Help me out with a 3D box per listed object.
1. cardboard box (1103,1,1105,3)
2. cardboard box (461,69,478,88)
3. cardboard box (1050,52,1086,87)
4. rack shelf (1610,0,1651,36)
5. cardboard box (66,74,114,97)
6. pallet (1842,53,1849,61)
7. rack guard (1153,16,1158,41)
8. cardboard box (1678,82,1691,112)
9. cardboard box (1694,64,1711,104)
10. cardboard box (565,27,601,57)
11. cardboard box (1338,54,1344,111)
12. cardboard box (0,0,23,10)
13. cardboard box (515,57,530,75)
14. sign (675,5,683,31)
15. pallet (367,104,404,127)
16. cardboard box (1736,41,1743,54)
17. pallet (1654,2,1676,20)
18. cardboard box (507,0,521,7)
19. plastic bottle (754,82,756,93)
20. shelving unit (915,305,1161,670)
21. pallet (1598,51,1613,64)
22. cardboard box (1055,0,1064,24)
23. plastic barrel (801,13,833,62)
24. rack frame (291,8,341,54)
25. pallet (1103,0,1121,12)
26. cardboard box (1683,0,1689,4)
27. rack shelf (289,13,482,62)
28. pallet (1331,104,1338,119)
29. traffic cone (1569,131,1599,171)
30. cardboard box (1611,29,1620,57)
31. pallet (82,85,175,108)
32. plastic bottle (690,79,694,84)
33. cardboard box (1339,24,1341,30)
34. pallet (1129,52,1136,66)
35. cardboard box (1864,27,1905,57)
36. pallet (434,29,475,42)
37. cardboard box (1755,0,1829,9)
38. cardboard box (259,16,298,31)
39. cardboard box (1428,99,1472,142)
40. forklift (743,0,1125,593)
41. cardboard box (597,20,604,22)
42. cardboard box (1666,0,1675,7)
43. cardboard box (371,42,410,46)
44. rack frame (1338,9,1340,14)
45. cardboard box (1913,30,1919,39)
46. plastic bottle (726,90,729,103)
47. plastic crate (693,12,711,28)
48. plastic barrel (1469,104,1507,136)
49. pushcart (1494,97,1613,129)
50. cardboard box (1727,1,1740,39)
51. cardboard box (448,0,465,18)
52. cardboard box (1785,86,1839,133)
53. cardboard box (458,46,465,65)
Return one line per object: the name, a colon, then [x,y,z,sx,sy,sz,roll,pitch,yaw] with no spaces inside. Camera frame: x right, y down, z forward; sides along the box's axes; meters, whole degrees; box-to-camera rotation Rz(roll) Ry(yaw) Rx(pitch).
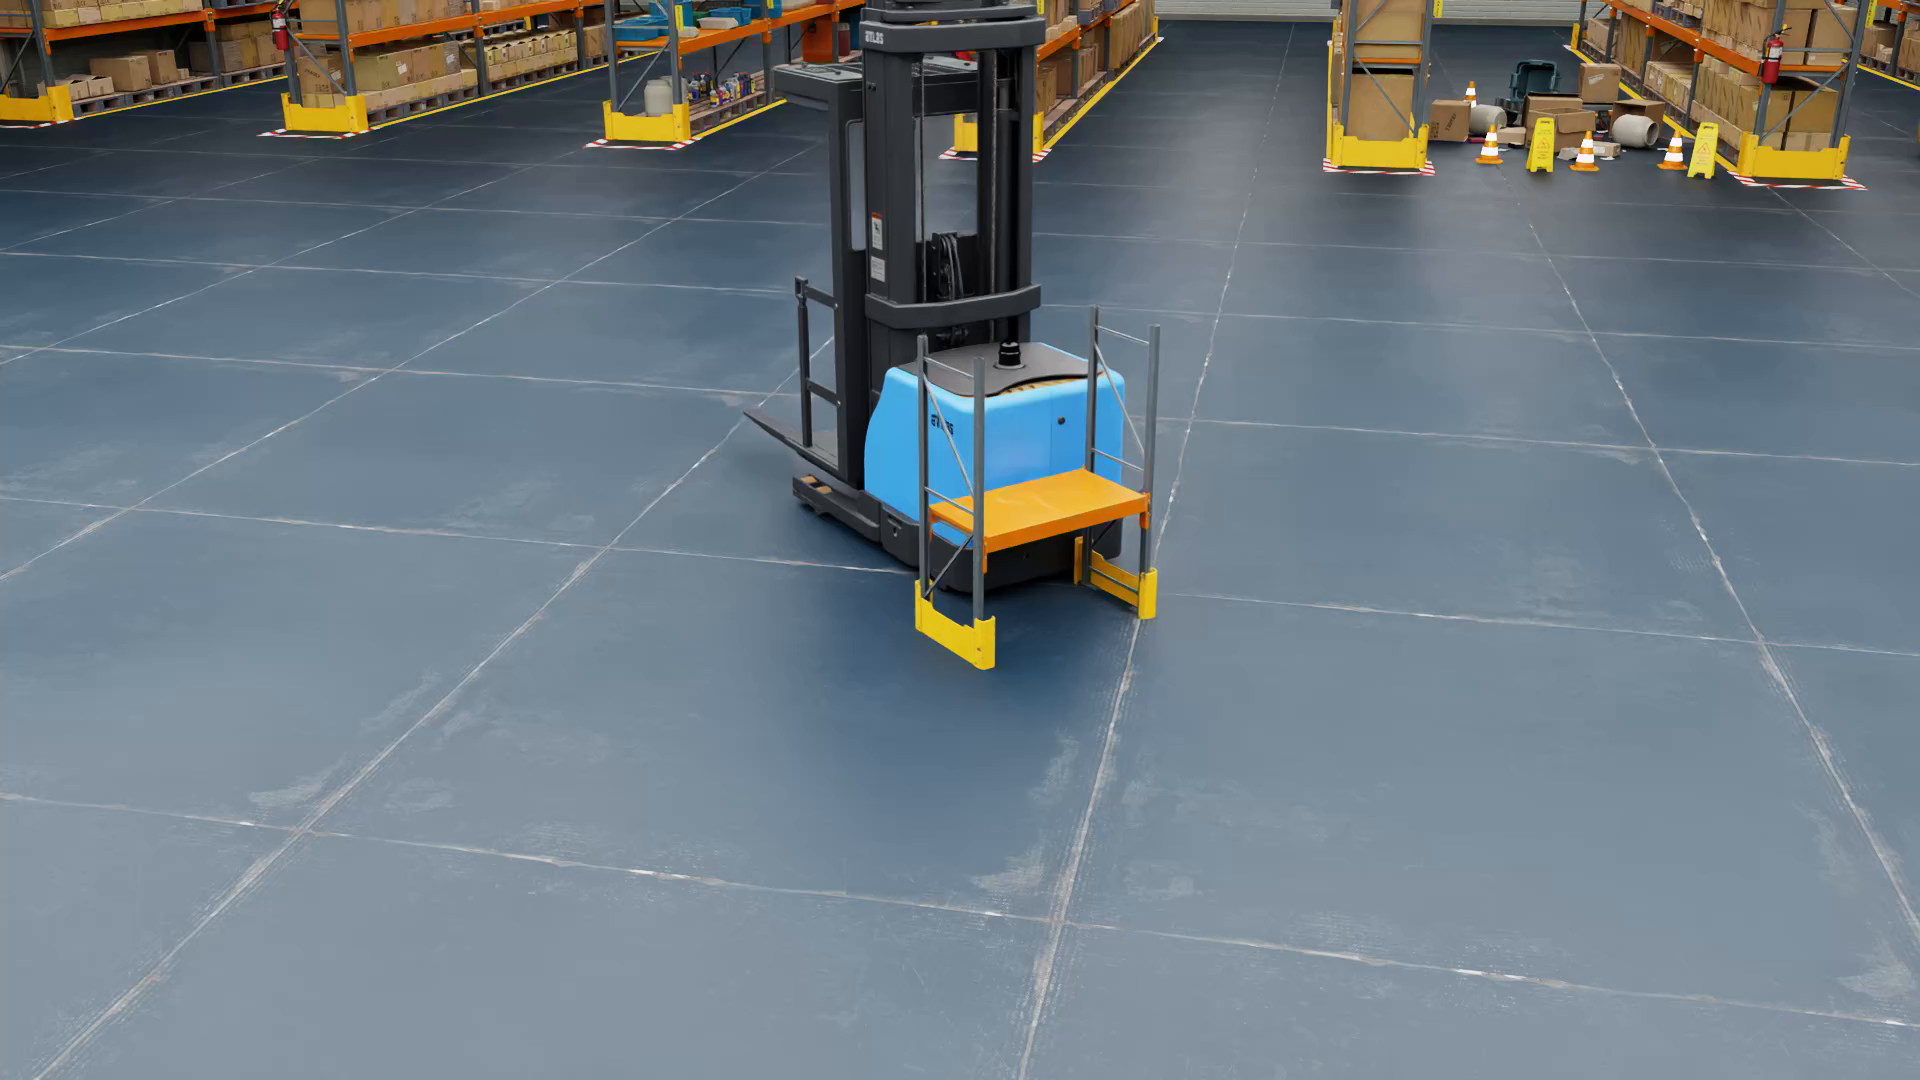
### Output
cardboard box: [2.503,-9.743,29.395,0.500,0.500,0.500,5,22,12]
cardboard box: [-8.256,-7.566,27.243,0.500,0.250,0.500,4,22,11]
cardboard box: [1.697,-7.721,27.268,0.700,0.500,0.500,3,22,6]
rack shelf: [12.247,-9.182,29.099,1.077,0.370,4.000,4,22,11]
cardboard box: [-13.697,-7.158,26.121,0.500,0.311,0.500,6,23,15]
pallet: [18.154,-9.719,33.205,1.003,0.211,1.213,4,22,11]
rack guard: [3.775,-11.314,36.778,1.175,0.500,0.348,4,22,11]
cardboard box: [11.128,-6.489,24.405,0.950,0.372,0.625,5,22,12]
cardboard box: [10.638,-6.393,23.327,0.500,0.500,0.500,6,23,13]
cardboard box: [-7.187,-9.485,31.647,0.500,0.500,0.500,5,23,13]
cardboard box: [5.779,-6.316,23.303,0.875,0.875,0.875,5,22,11]
cardboard box: [-14.154,-8.222,24.925,0.500,0.500,0.500,4,22,10]
cardboard box: [-7.842,-8.257,28.960,0.500,0.250,0.500,4,22,9]
sign: [-3.806,-7.076,22.537,0.100,0.325,0.005,4,22,11]
pallet: [-9.077,-6.359,24.861,1.003,0.211,1.213,4,22,11]
cardboard box: [10.266,-6.368,21.485,0.380,0.149,0.250,4,22,10]
pallet: [11.798,-8.426,26.517,1.213,0.211,1.003,4,22,11]
cardboard box: [-7.993,-9.535,28.879,0.500,0.500,0.500,4,22,11]
plastic bottle: [-3.296,-7.204,26.381,0.097,0.201,0.097,0,22,0]
shelving unit: [0.383,-0.284,8.052,1.083,1.500,0.587,-14,26,-32]
pallet: [12.887,-9.225,31.977,1.003,0.211,1.213,4,22,11]
cardboard box: [1.029,-7.730,24.000,0.875,0.500,0.500,4,22,11]
plastic barrel: [-2.628,-9.285,30.736,0.600,0.830,0.708,4,22,11]
rack frame: [-12.410,-10.672,31.837,1.000,3.000,0.127,4,22,11]
pallet: [2.097,-9.181,28.393,1.213,0.211,1.003,4,22,11]
cardboard box: [11.104,-8.256,24.744,0.500,0.500,0.500,5,23,13]
rack shelf: [-8.784,-7.768,25.588,1.077,0.370,4.000,4,22,11]
pallet: [6.240,-6.656,25.597,1.003,0.211,1.213,4,22,11]
traffic cone: [7.876,-4.897,20.894,0.336,0.463,0.334,4,22,11]
cardboard box: [12.889,-9.474,31.731,0.875,0.438,0.875,4,22,10]
pallet: [-13.575,-7.220,26.998,1.003,0.211,1.213,4,22,11]
plastic bottle: [-4.130,-7.003,25.790,0.097,0.271,0.097,0,22,0]
cardboard box: [6.948,-8.963,29.373,0.500,0.250,0.500,5,22,12]
pallet: [2.870,-9.421,32.462,1.003,0.211,1.213,4,22,11]
cardboard box: [17.690,-9.462,31.616,0.700,0.500,0.500,4,22,9]
pallet: [-11.362,-11.114,36.666,1.003,0.211,1.213,4,22,11]
cardboard box: [10.097,-6.710,20.128,0.700,0.500,0.500,4,22,10]
cardboard box: [-12.683,-9.593,30.912,0.500,0.250,0.500,5,22,12]
cardboard box: [6.844,-5.857,23.224,0.500,0.500,0.500,8,23,20]
forklift: [-0.334,-1.592,9.382,1.130,2.935,3.031,-13,25,-29]
cardboard box: [-7.392,-10.082,33.129,0.500,0.500,0.500,4,22,9]
cardboard box: [11.323,-8.461,26.121,0.380,0.149,0.250,5,22,11]
cardboard box: [-8.981,-7.589,26.295,0.500,0.500,0.500,4,22,11]
rack frame: [8.605,-12.050,35.258,1.000,3.000,0.127,4,22,11]
cardboard box: [17.201,-8.988,29.570,0.380,0.149,0.250,4,22,9]
plastic bottle: [-3.558,-6.735,25.217,0.097,0.201,0.097,0,22,0]
plastic crate: [-4.081,-7.881,25.190,0.450,0.188,0.662,4,22,11]
plastic barrel: [7.427,-5.934,23.522,0.421,0.421,0.512,-16,27,-35]
pushcart: [8.781,-6.260,24.392,1.648,0.377,0.936,-3,22,-8]
cardboard box: [10.382,-6.811,21.719,0.500,0.500,0.500,5,22,12]
cardboard box: [-8.460,-8.716,26.847,0.700,0.500,0.500,4,22,10]
cardboard box: [10.646,-5.408,20.881,0.500,0.500,0.500,4,22,9]
cardboard box: [-8.574,-8.182,28.023,0.500,0.311,0.500,4,22,11]
